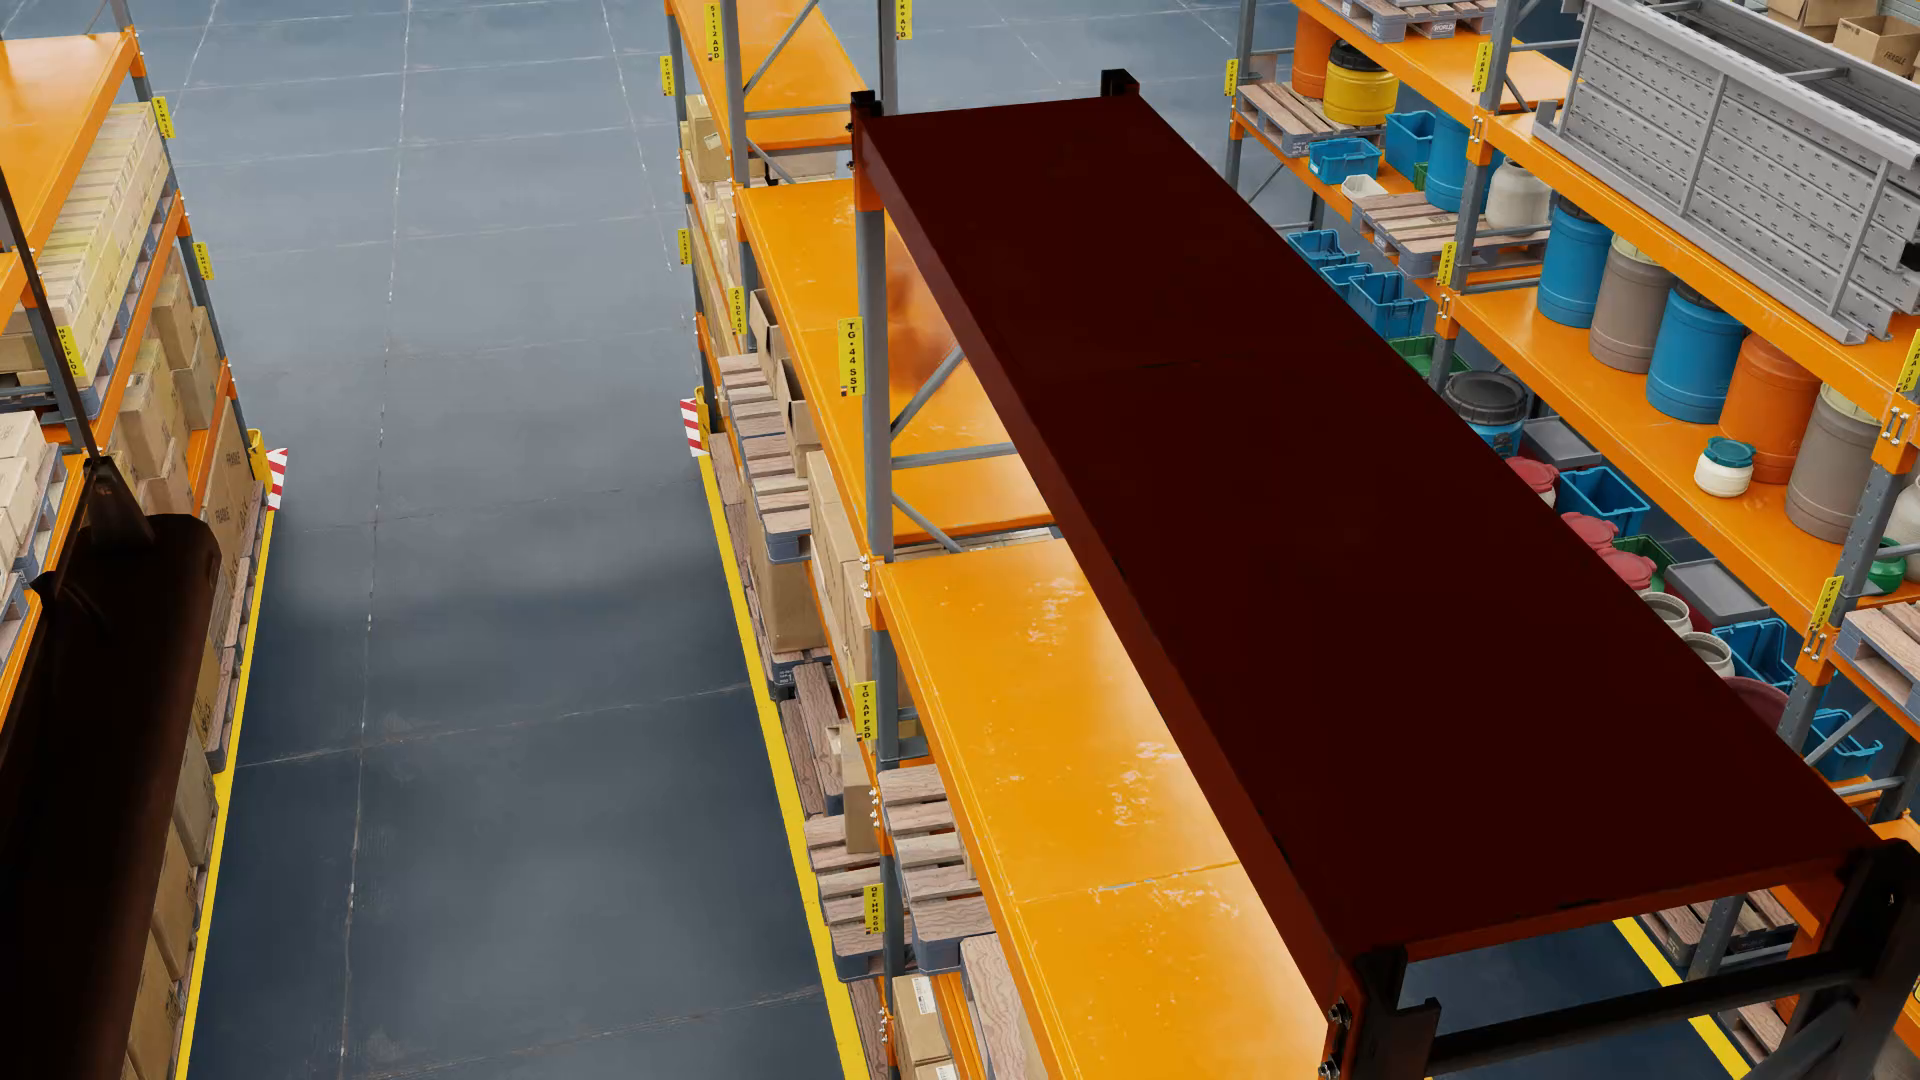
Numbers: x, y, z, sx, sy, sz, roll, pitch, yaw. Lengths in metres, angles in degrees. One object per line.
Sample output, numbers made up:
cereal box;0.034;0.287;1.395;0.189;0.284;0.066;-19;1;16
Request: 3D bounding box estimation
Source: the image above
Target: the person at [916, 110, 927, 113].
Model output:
person;-0.463;-3.866;18.169;0.659;1.737;0.637;9;35;13
